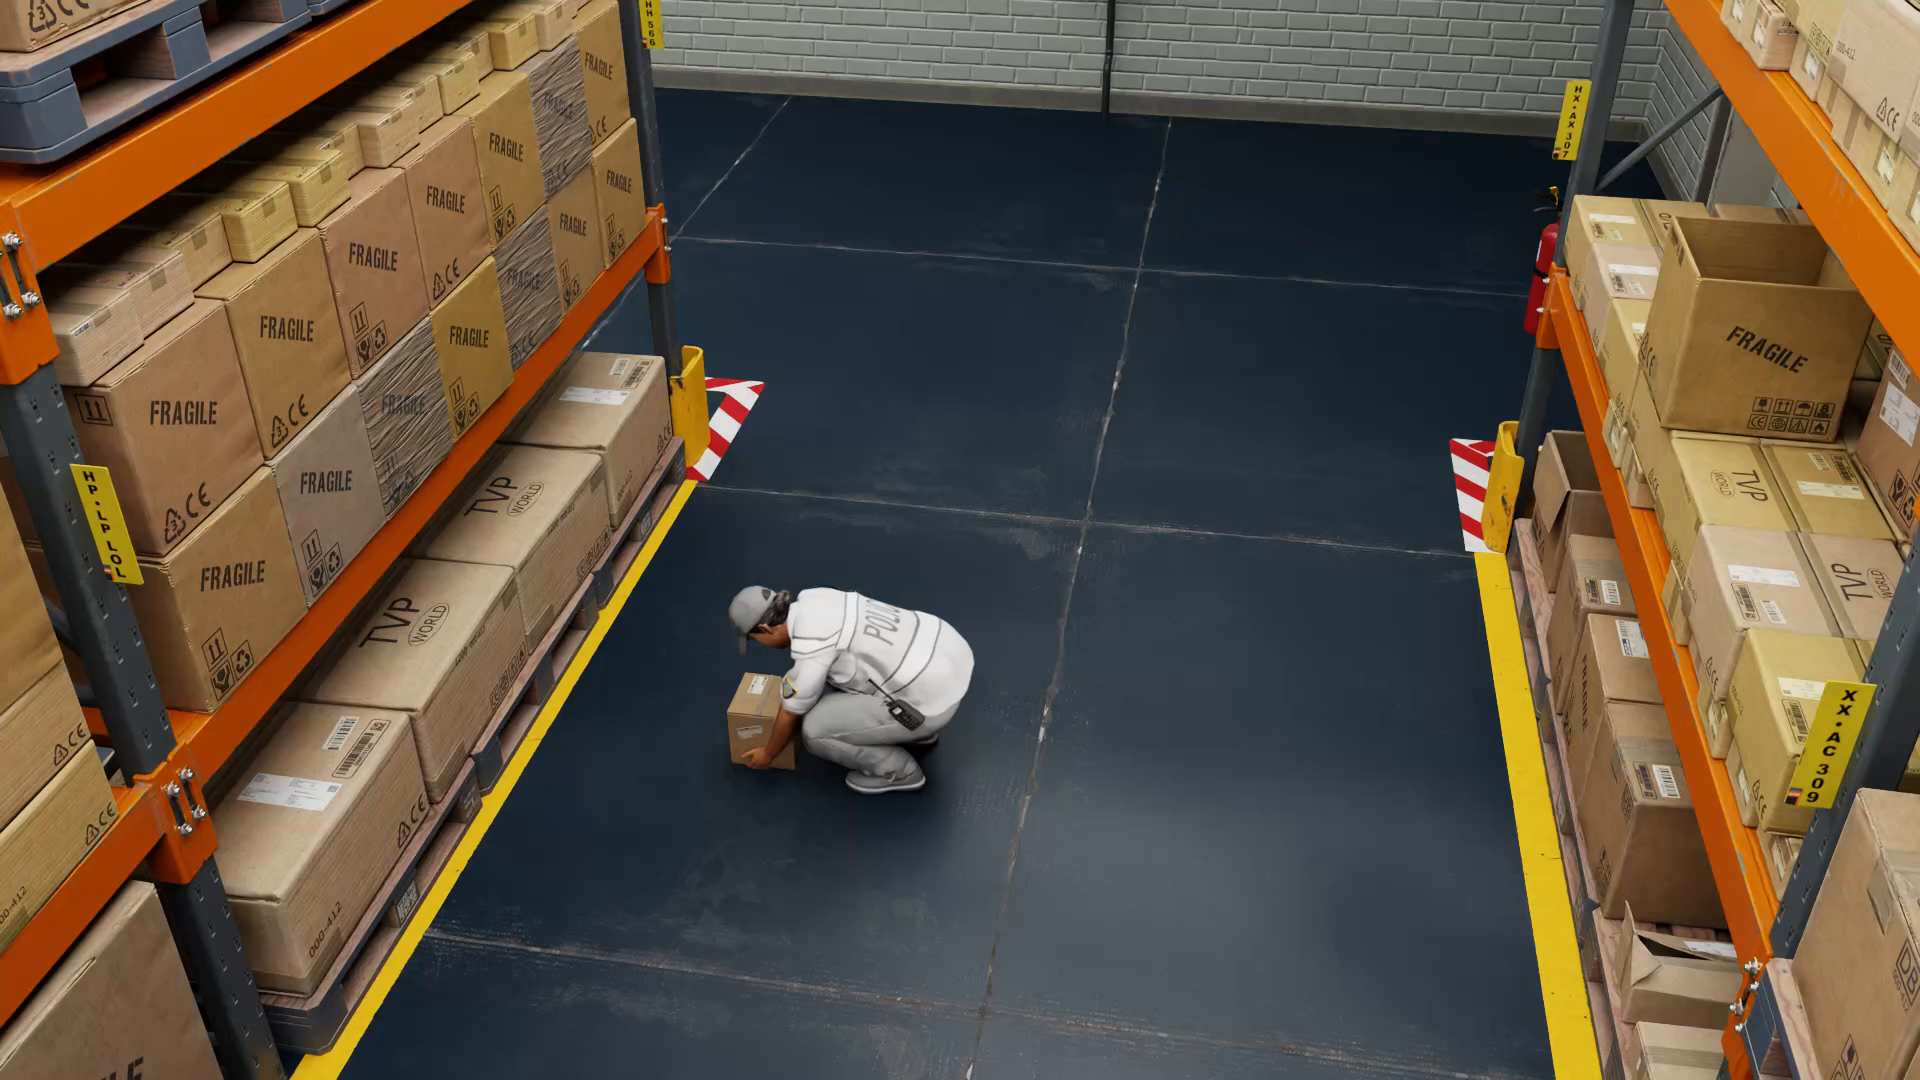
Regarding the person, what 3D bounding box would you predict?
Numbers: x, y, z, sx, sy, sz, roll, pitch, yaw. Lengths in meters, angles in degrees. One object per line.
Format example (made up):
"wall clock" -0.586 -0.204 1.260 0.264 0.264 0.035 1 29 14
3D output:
"person" -0.398 0.523 6.178 0.881 0.807 0.531 5 33 8
